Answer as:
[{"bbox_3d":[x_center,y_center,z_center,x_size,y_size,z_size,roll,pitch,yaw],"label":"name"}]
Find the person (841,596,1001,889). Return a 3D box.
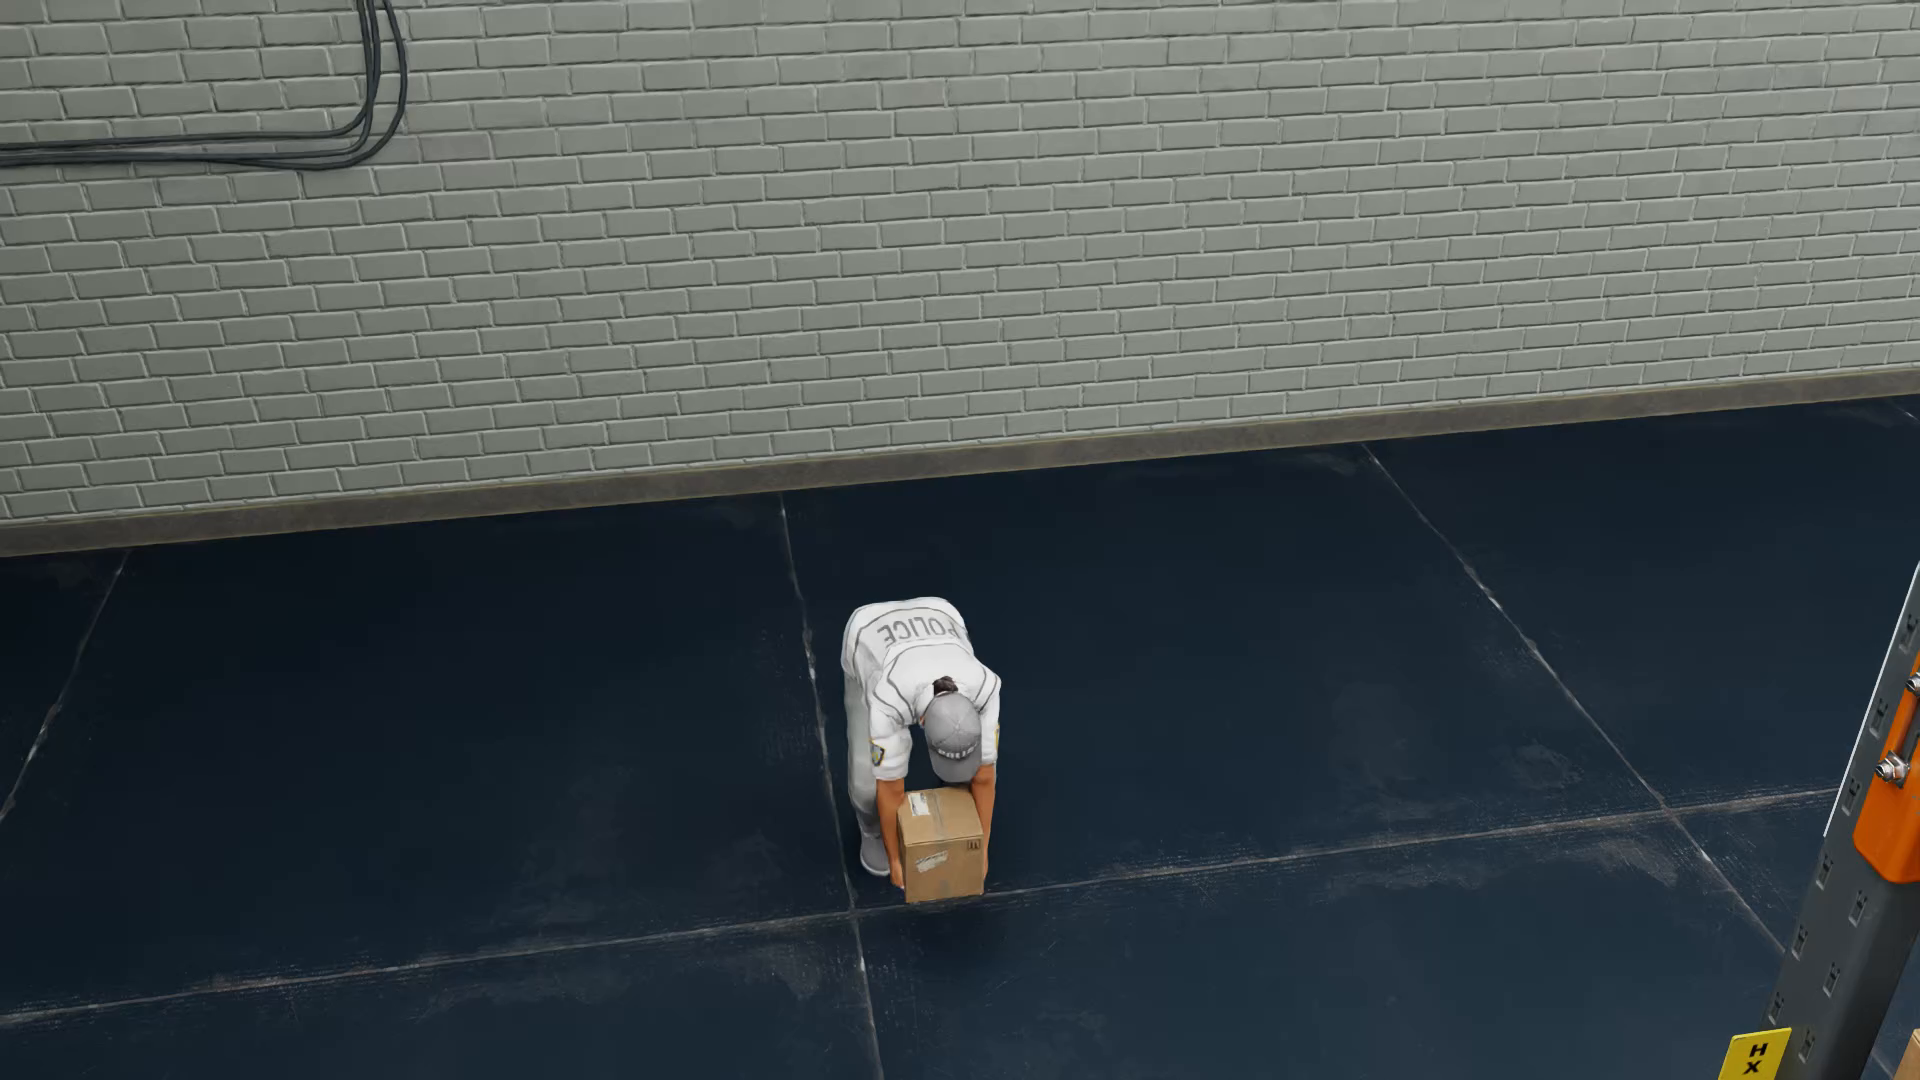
[{"bbox_3d":[-0.119,0.732,5.529,0.512,1.029,0.938,-7,32,-11],"label":"person"}]
